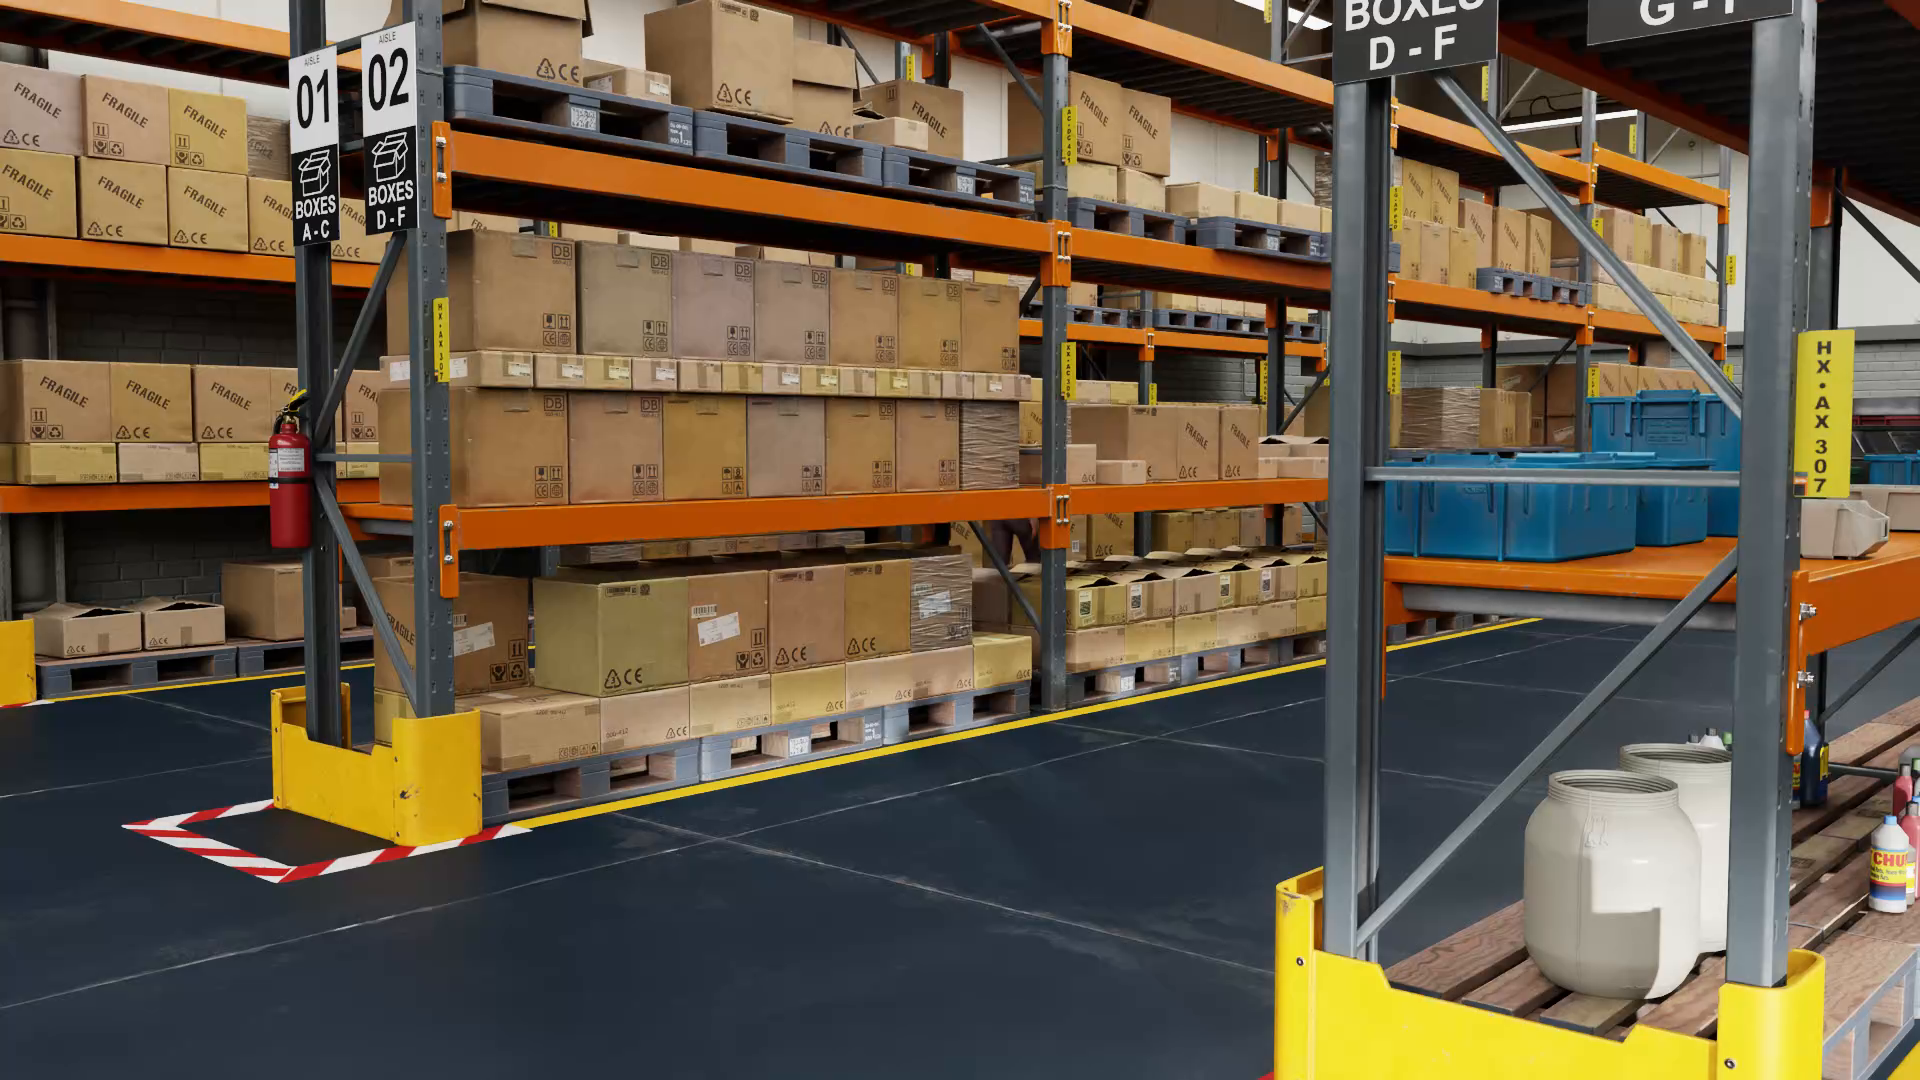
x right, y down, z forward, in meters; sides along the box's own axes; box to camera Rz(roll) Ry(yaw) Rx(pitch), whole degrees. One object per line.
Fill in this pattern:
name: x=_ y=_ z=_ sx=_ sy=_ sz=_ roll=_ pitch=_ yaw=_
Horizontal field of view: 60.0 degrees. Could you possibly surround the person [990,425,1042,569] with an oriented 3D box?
person: x=0.520 y=-0.189 z=14.919 sx=0.572 sy=1.708 sz=0.881 roll=2 pitch=4 yaw=30
